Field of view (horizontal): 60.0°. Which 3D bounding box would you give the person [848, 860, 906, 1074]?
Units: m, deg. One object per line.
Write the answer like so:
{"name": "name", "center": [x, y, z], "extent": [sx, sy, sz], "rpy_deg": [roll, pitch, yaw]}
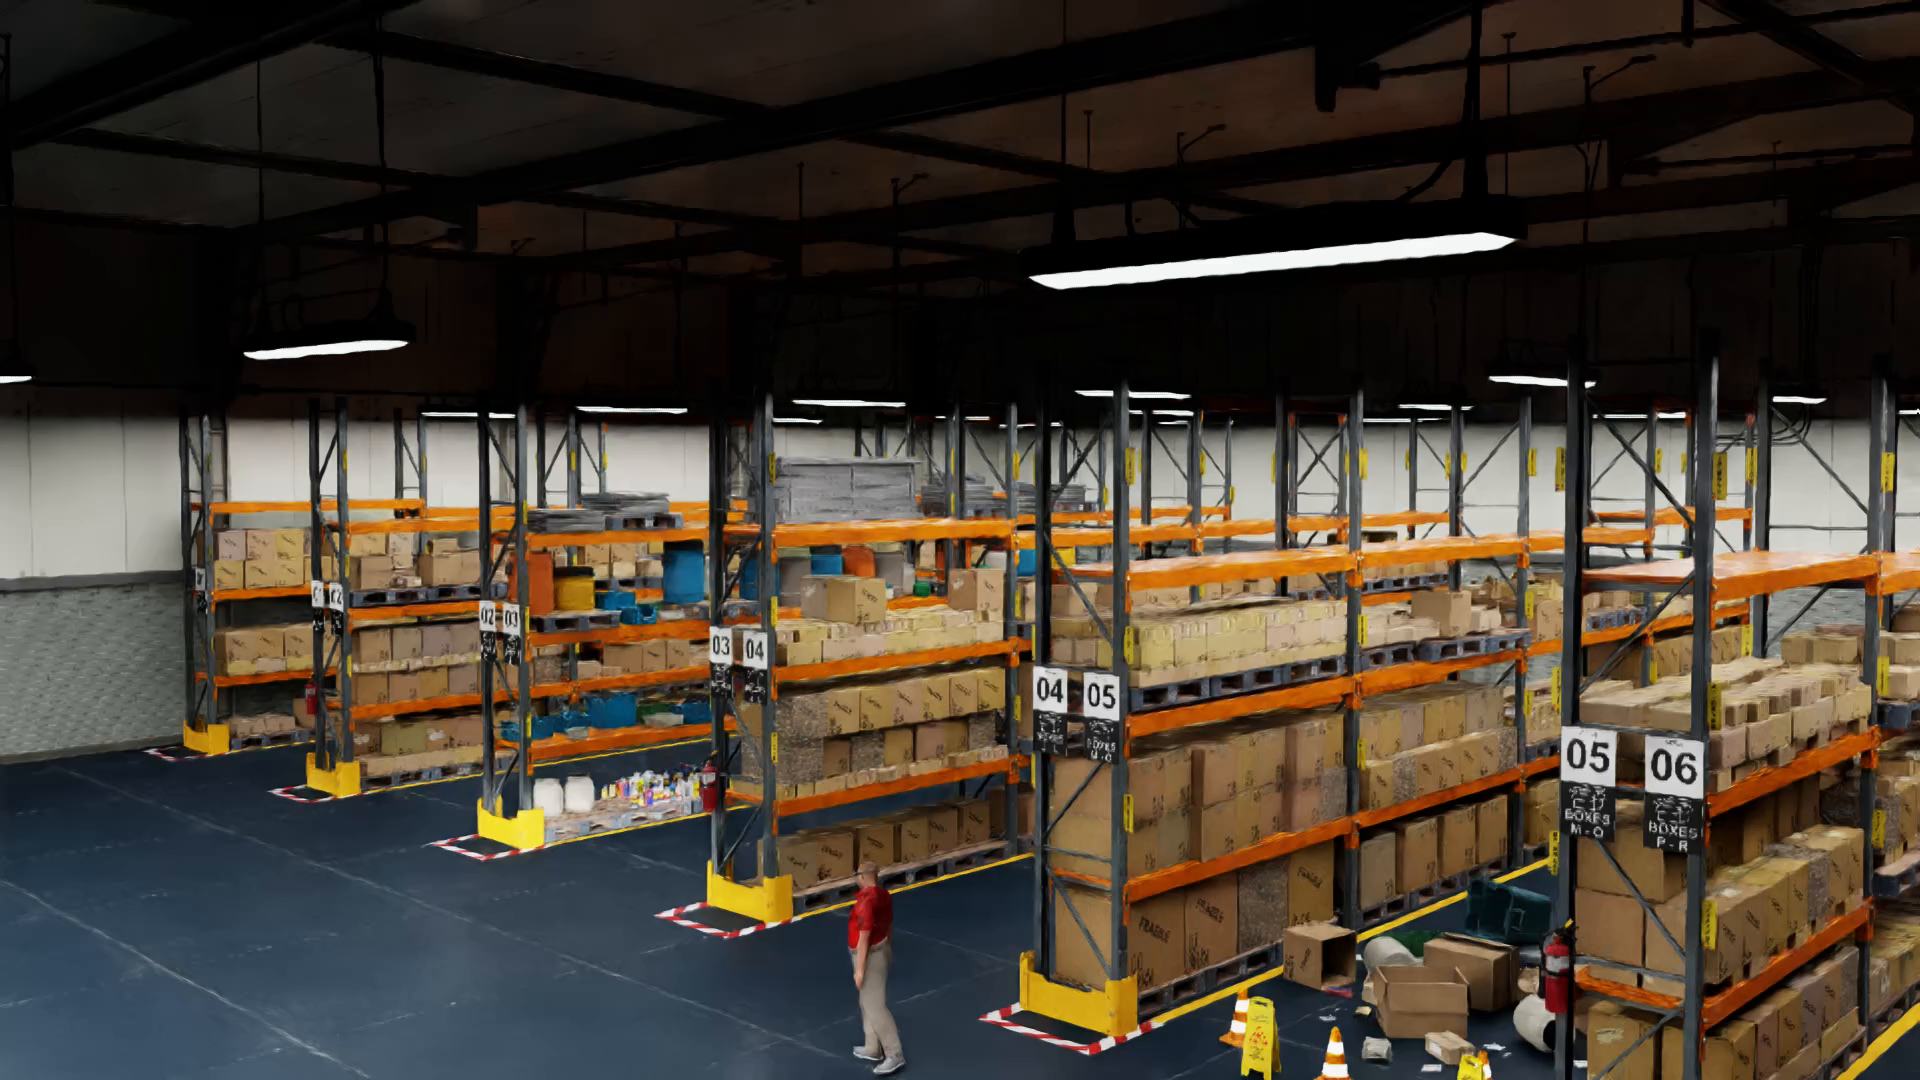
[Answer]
{"name": "person", "center": [-0.701, 3.571, 14.039], "extent": [0.549, 1.720, 0.653], "rpy_deg": [1, 3, 17]}
